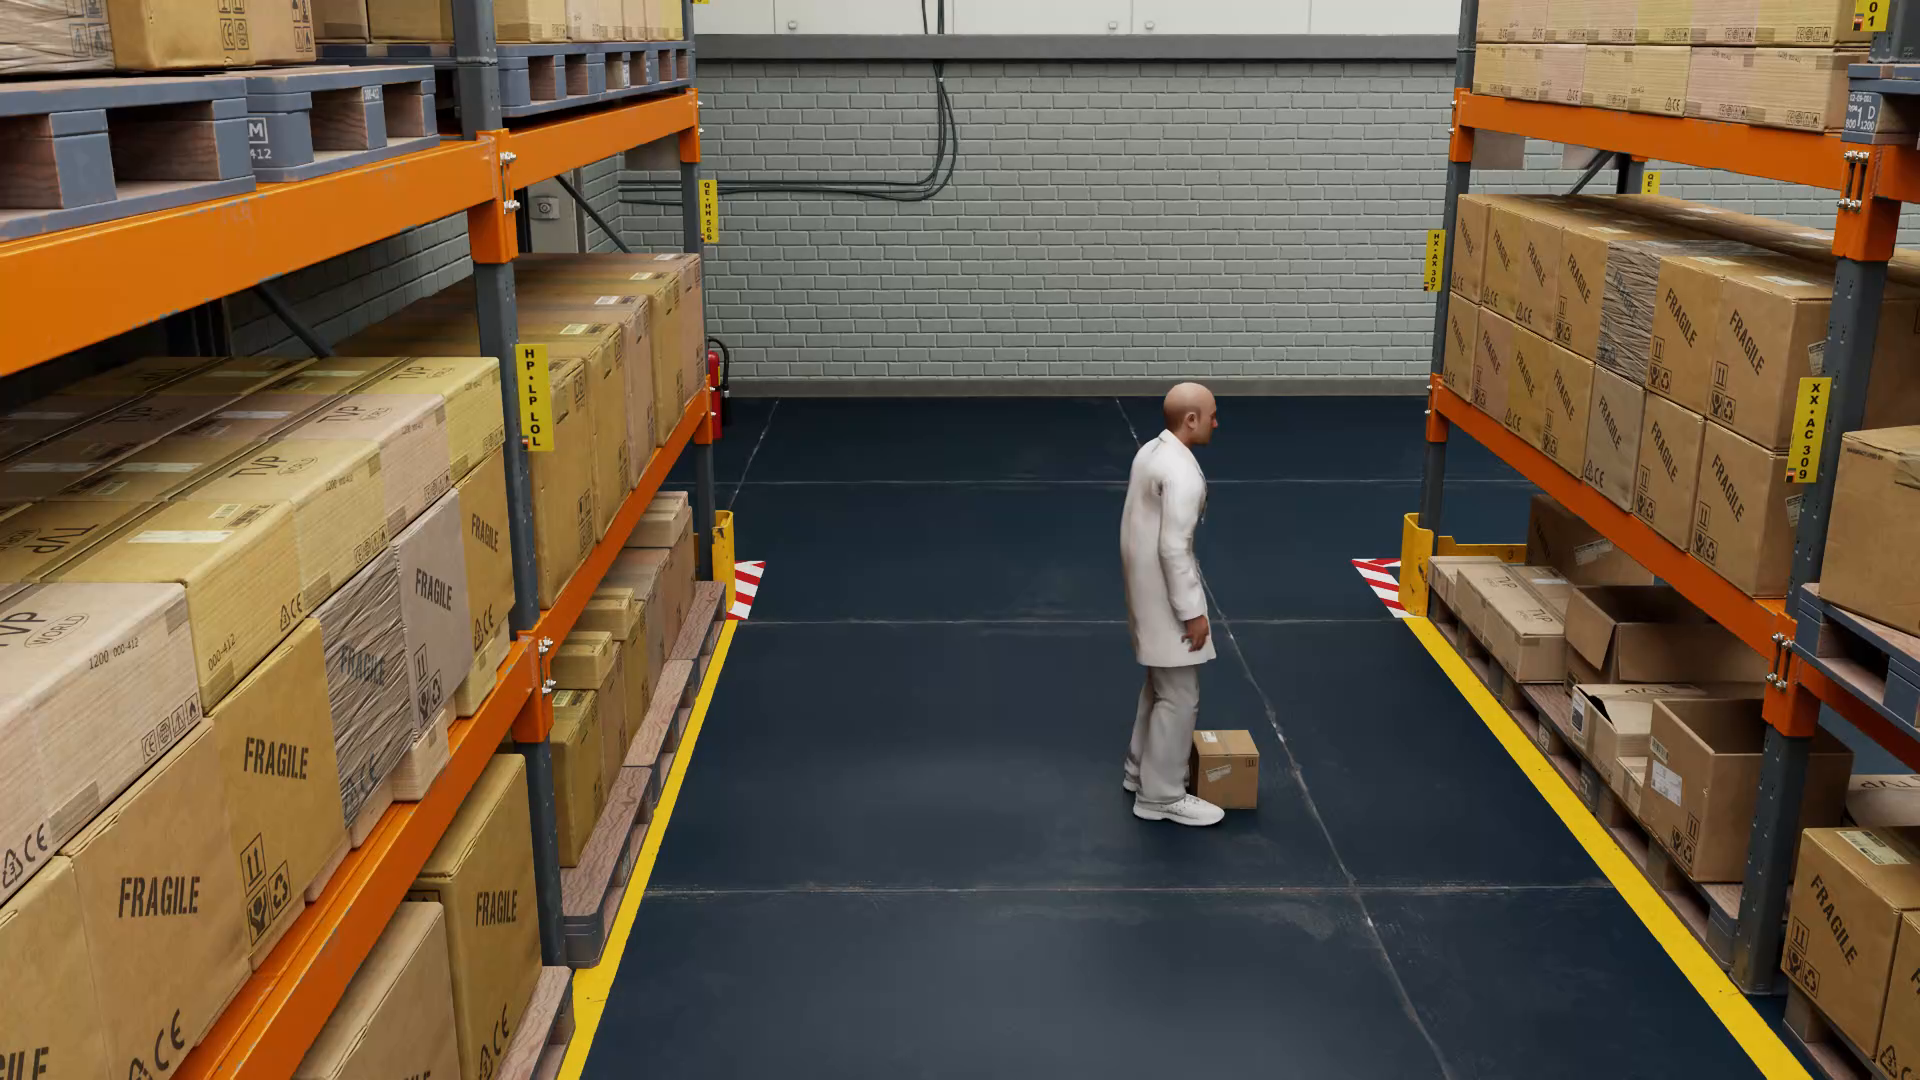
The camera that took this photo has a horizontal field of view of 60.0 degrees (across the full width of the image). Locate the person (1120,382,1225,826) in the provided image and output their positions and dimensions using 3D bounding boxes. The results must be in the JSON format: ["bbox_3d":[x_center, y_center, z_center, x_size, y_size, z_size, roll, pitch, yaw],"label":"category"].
[{"bbox_3d":[0.864,0.236,6.789,0.420,1.775,0.654,-1,17,-4],"label":"person"}]
